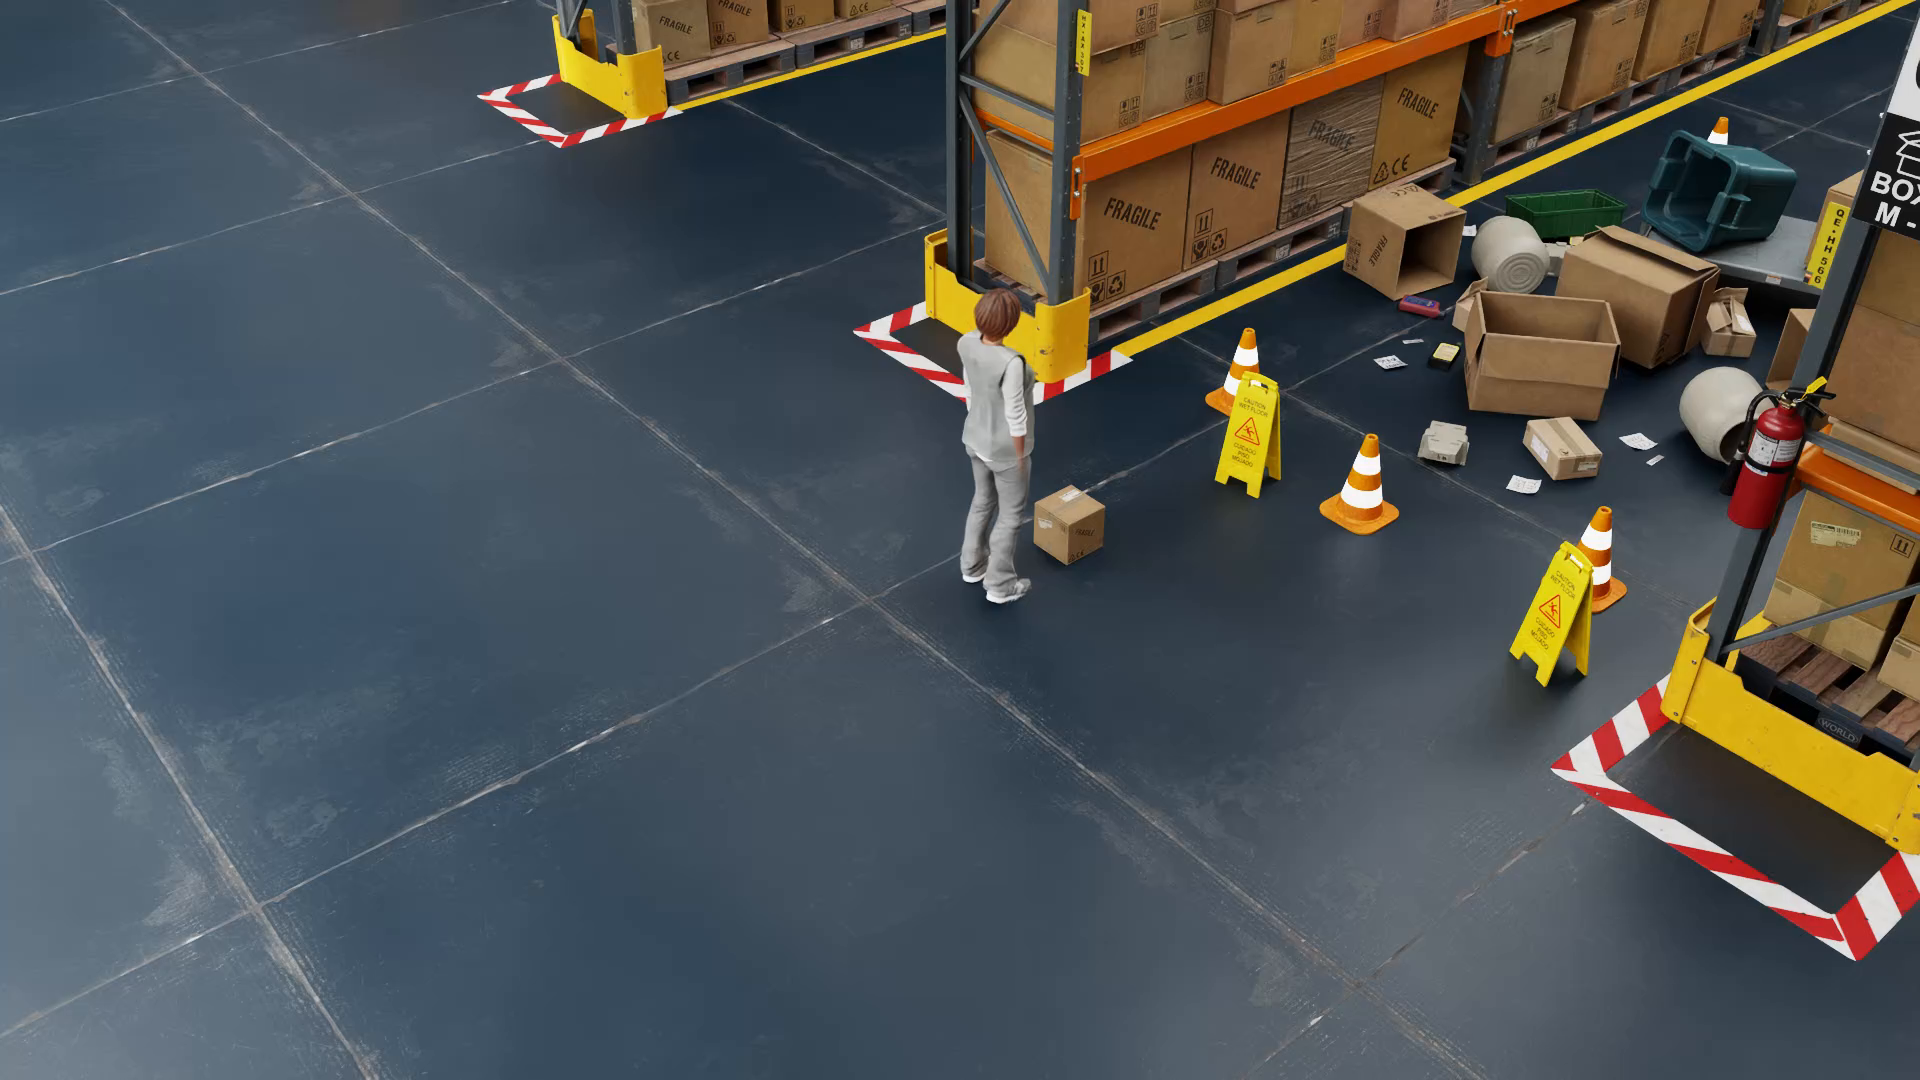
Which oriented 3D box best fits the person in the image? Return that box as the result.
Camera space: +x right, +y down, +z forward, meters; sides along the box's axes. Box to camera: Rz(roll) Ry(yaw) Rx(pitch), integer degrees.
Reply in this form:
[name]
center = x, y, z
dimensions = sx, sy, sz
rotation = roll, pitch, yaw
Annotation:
[person]
center = 0.165, -0.433, 7.691
dimensions = 0.308, 1.612, 0.406
rotation = -26, 43, -30
